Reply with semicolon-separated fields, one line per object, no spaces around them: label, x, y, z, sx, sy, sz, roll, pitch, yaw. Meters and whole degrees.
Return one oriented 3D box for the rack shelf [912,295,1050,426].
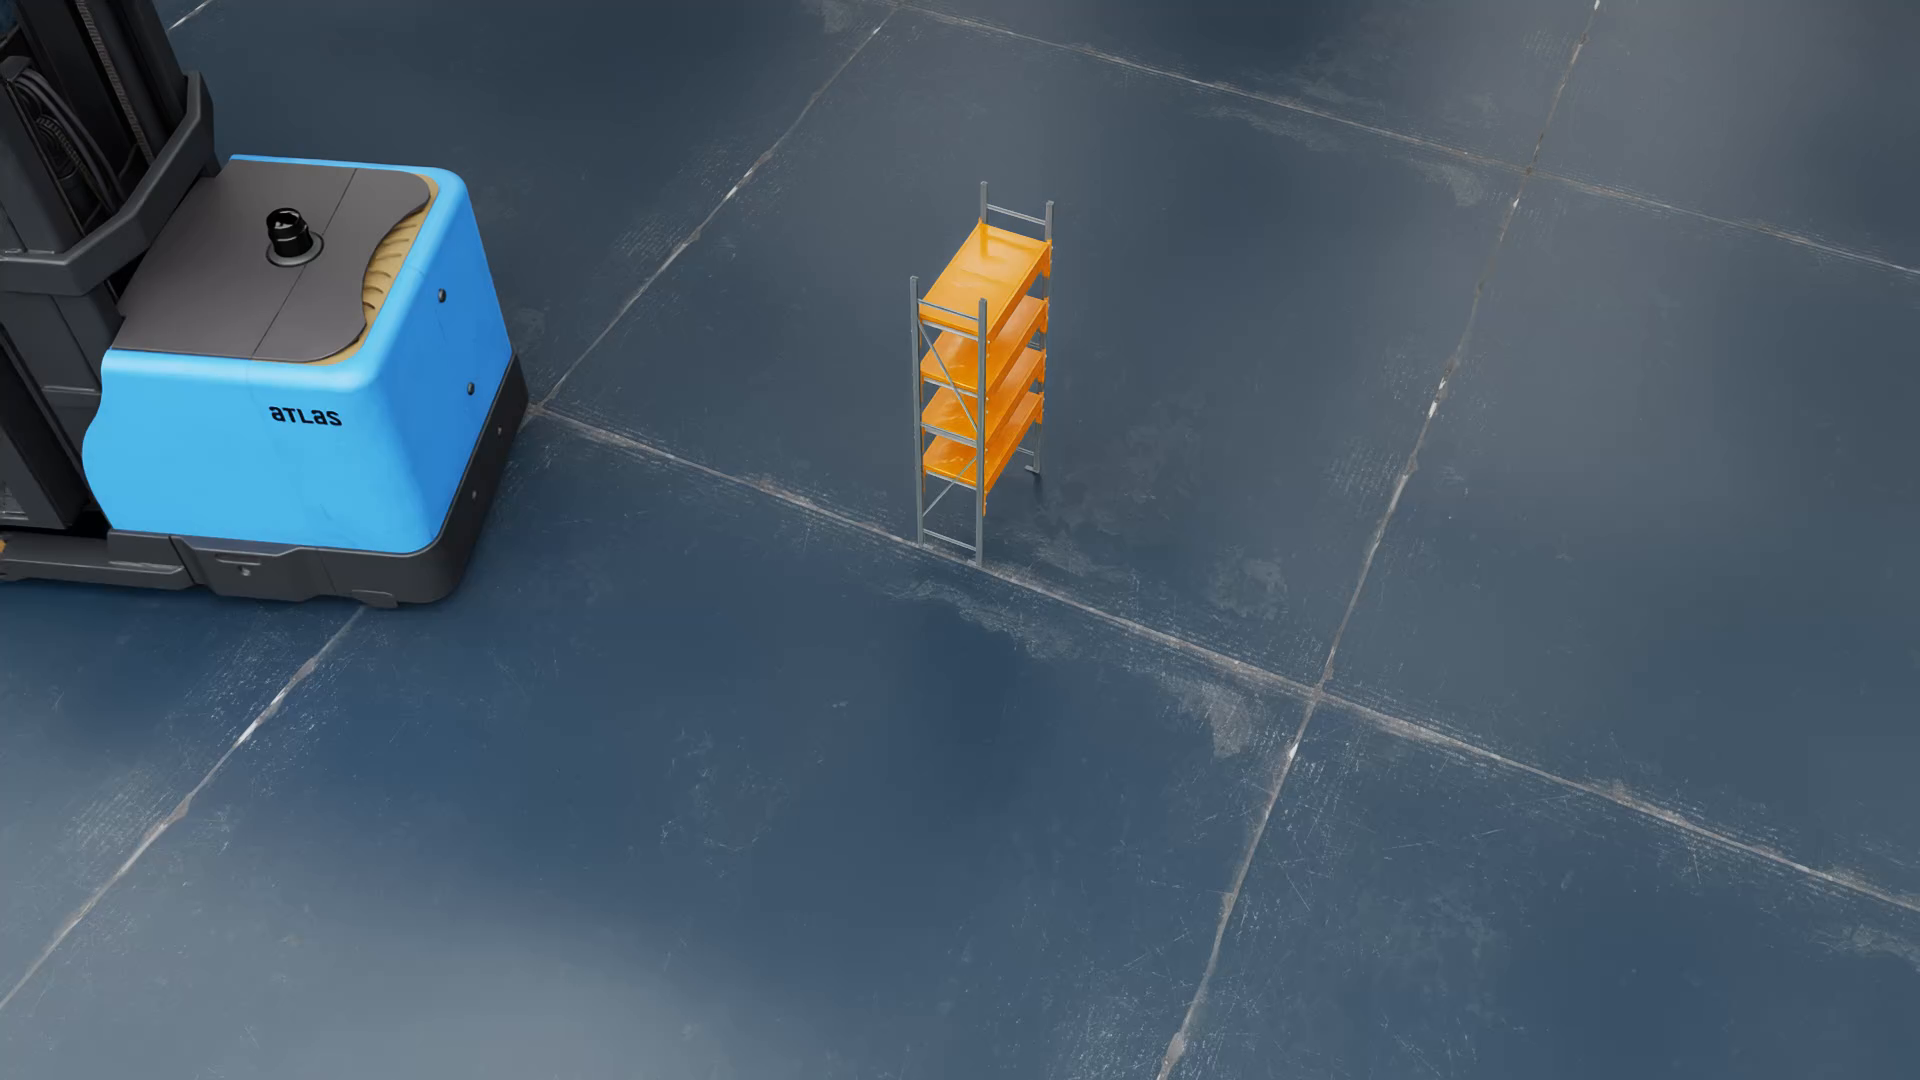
rack shelf;0.071;-0.604;5.271;0.258;0.148;0.480;20;52;16

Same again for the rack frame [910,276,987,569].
rack frame;-0.034;-0.335;5.247;0.240;1.200;0.015;20;52;16

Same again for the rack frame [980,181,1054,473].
rack frame;0.175;-0.671;5.533;0.240;1.200;0.015;20;52;16

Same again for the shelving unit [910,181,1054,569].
shelving unit;0.071;-0.503;5.390;0.258;1.200;0.503;20;52;16

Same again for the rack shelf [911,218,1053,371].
rack shelf;0.071;-0.757;5.091;0.258;0.148;0.480;20;52;16

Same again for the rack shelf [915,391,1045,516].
rack shelf;0.071;-0.331;5.592;0.258;0.148;0.480;20;52;16

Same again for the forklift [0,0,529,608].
forklift;-3.129;-1.208;4.853;3.031;2.935;1.130;5;50;4

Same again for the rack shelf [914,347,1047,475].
rack shelf;0.071;-0.459;5.441;0.258;0.148;0.480;20;52;16
